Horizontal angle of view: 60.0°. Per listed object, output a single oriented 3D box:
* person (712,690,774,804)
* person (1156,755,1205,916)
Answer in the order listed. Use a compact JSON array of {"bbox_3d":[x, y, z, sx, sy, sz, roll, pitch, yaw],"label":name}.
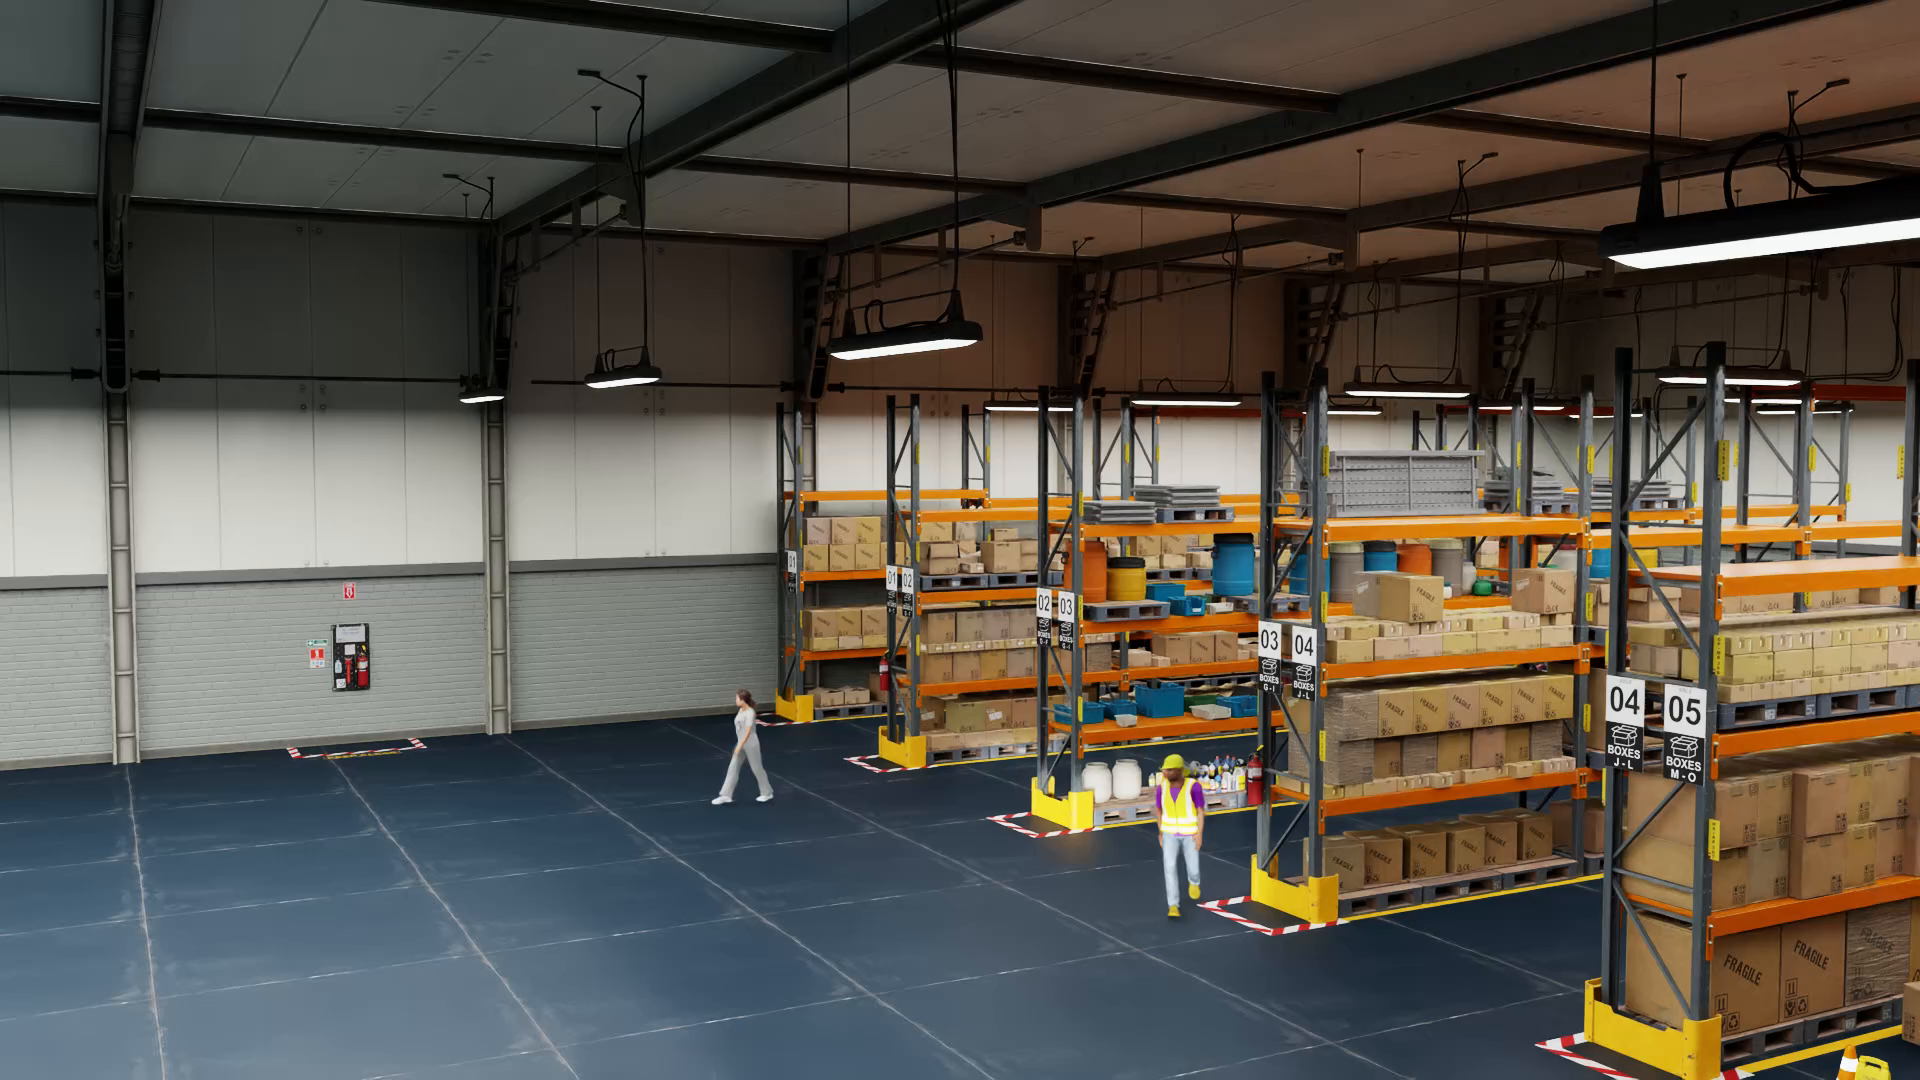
[{"bbox_3d":[-3.133,2.969,23.922,0.948,1.631,0.469,-2,4,-34],"label":"person"},{"bbox_3d":[2.440,3.256,18.478,0.567,1.733,0.886,1,3,17],"label":"person"}]
